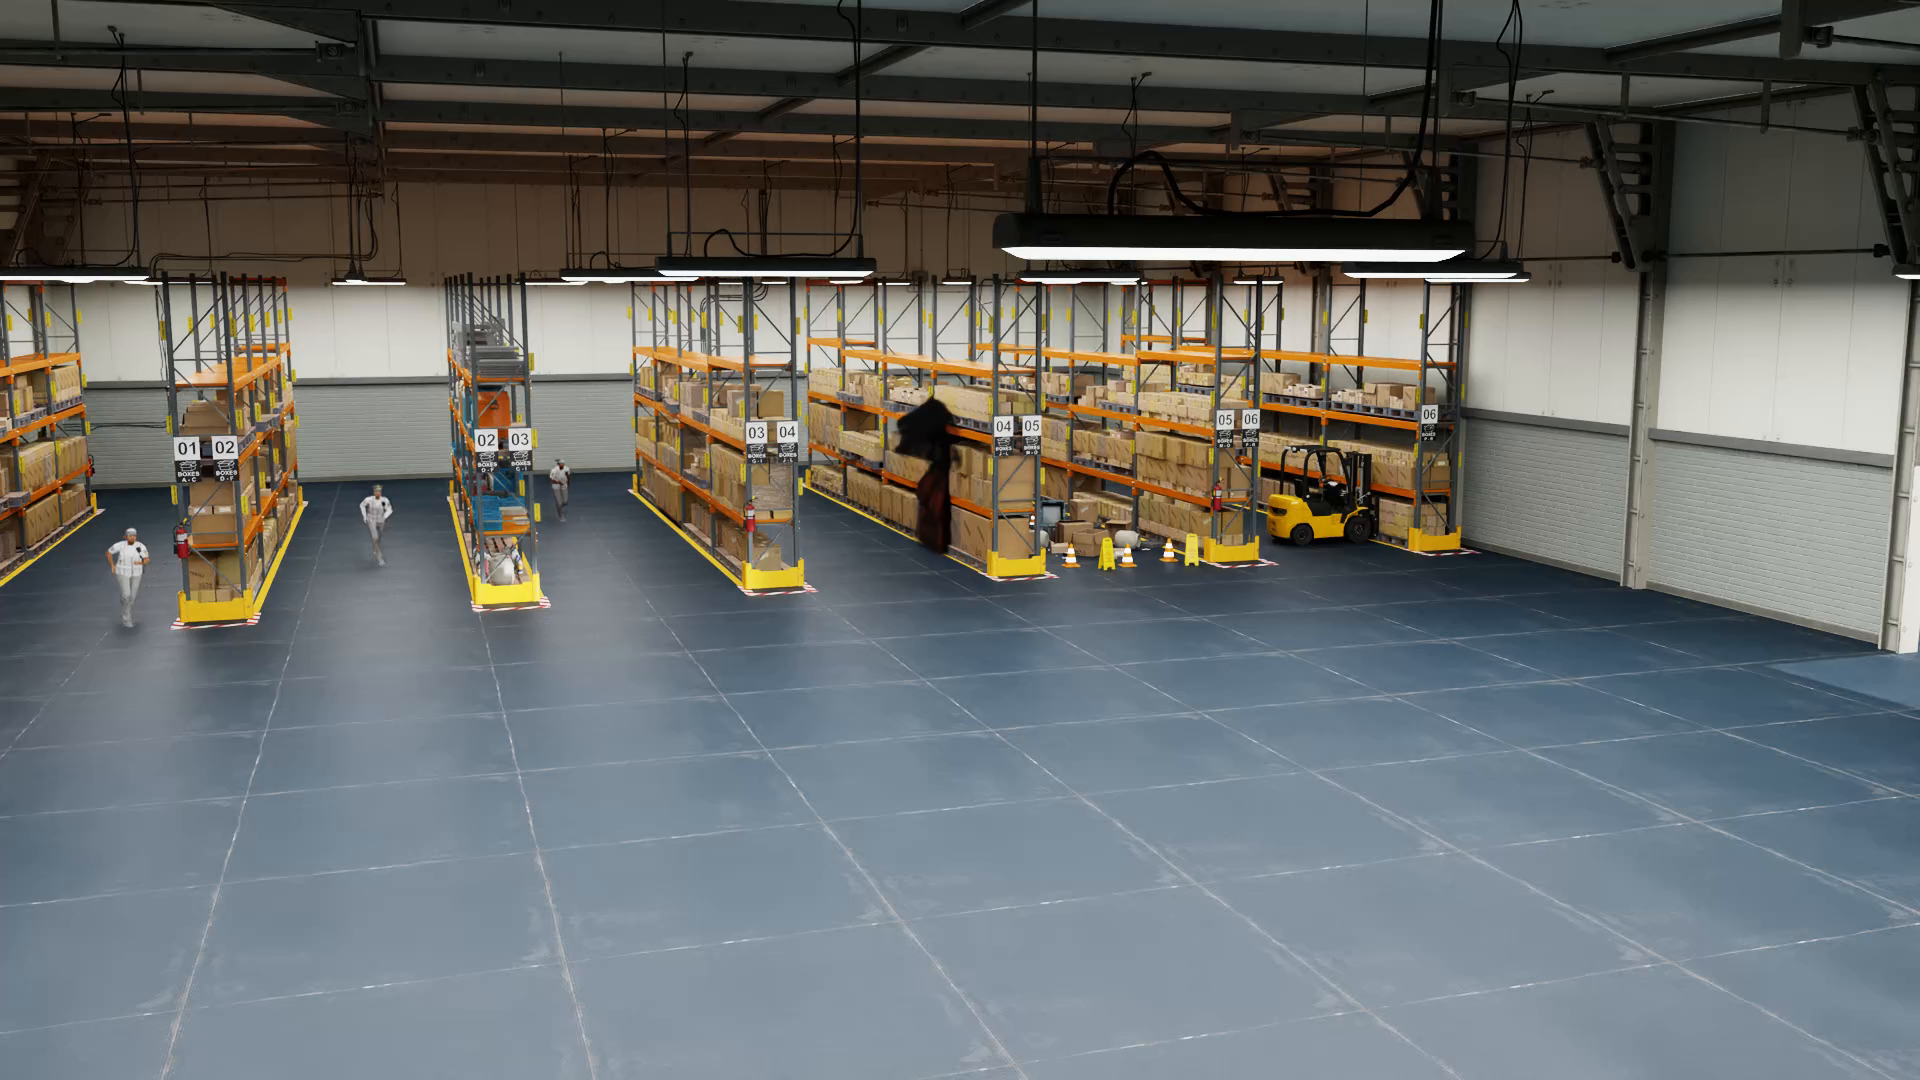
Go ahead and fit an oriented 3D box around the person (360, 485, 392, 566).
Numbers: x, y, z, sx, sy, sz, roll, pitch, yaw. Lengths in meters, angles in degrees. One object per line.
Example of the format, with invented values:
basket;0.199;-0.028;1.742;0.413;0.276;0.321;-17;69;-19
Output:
person;-12.230;-0.346;34.871;0.615;1.690;0.927;-5;10;-30

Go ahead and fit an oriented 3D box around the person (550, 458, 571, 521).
person;-9.863;-1.253;41.134;0.563;1.615;0.682;-4;10;-26

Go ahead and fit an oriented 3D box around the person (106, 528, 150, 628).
person;-14.250;0.643;28.551;0.604;1.706;0.741;-8;12;-43
